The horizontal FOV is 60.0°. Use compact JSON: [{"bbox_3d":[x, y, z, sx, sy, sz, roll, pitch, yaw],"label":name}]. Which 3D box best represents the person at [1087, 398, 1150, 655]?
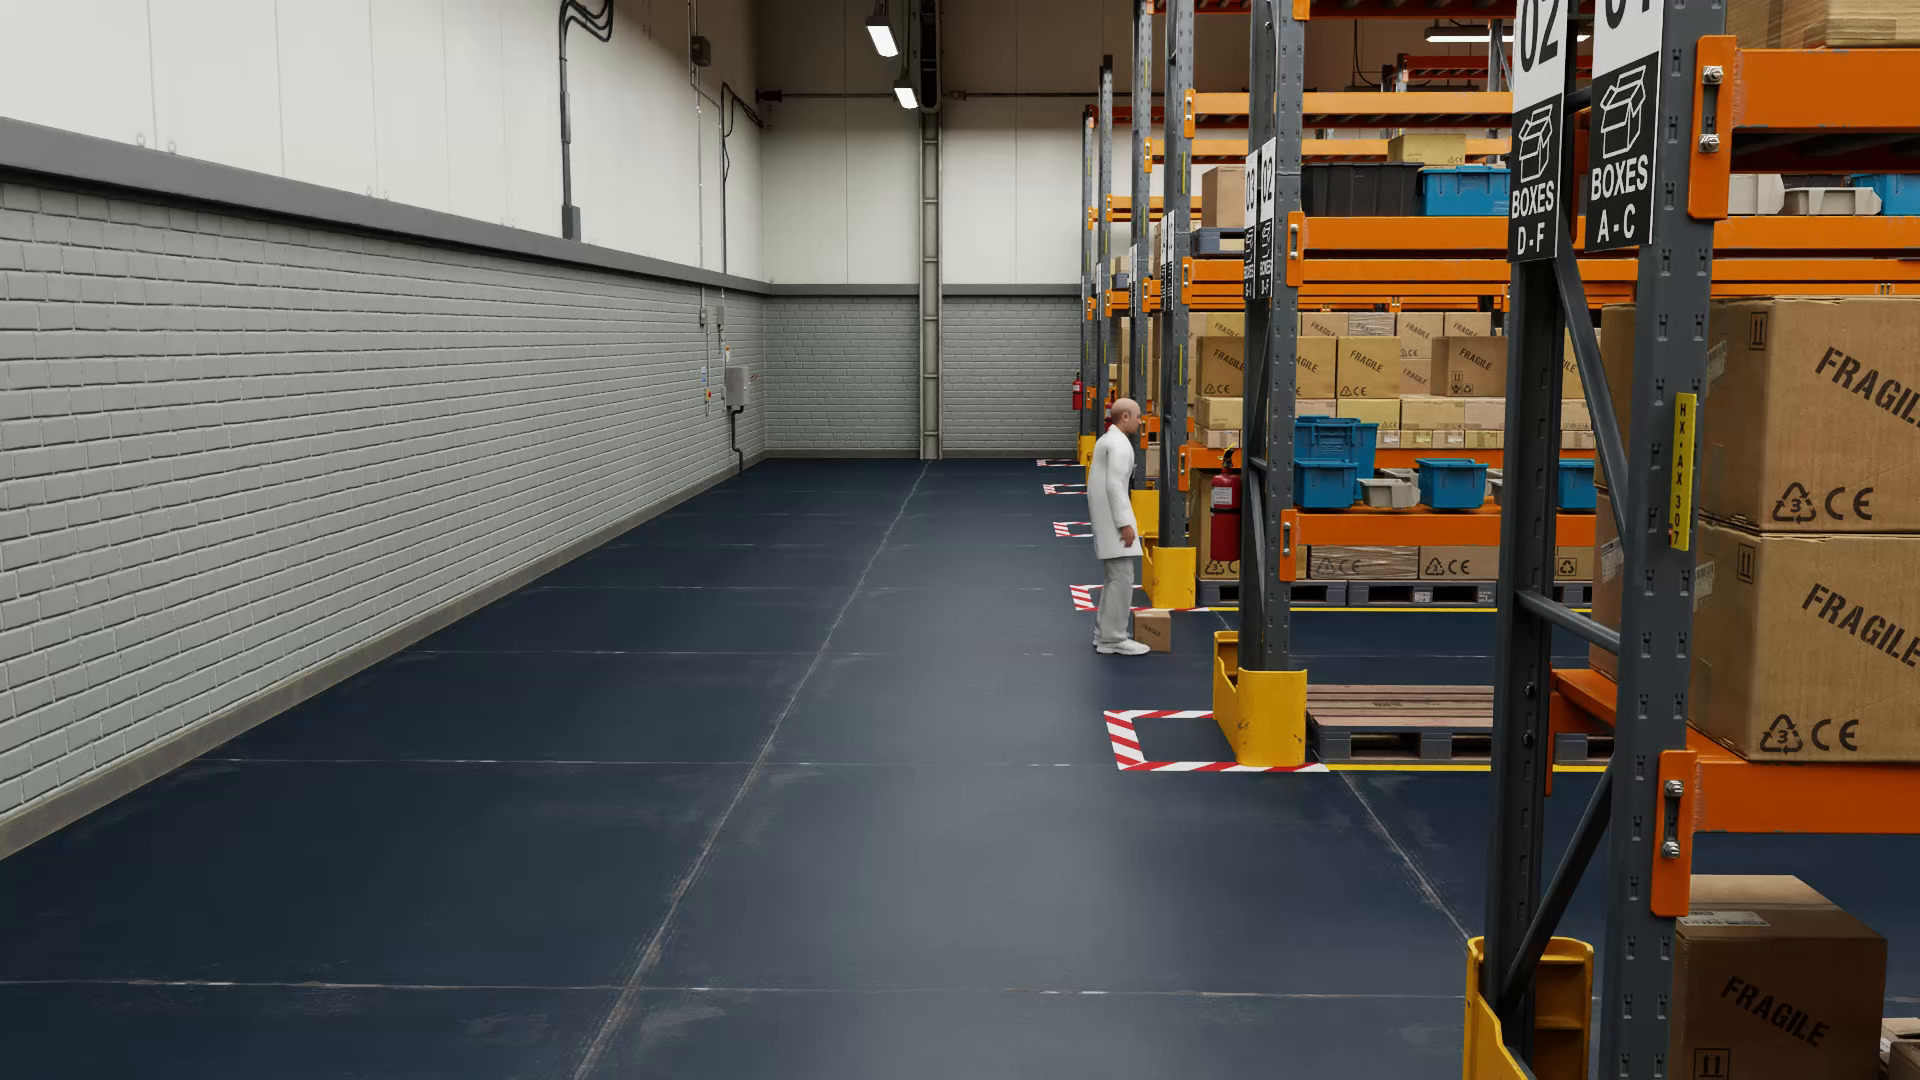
[{"bbox_3d":[1.110,-0.110,11.714,0.429,1.772,0.646,0,7,-2],"label":"person"}]
